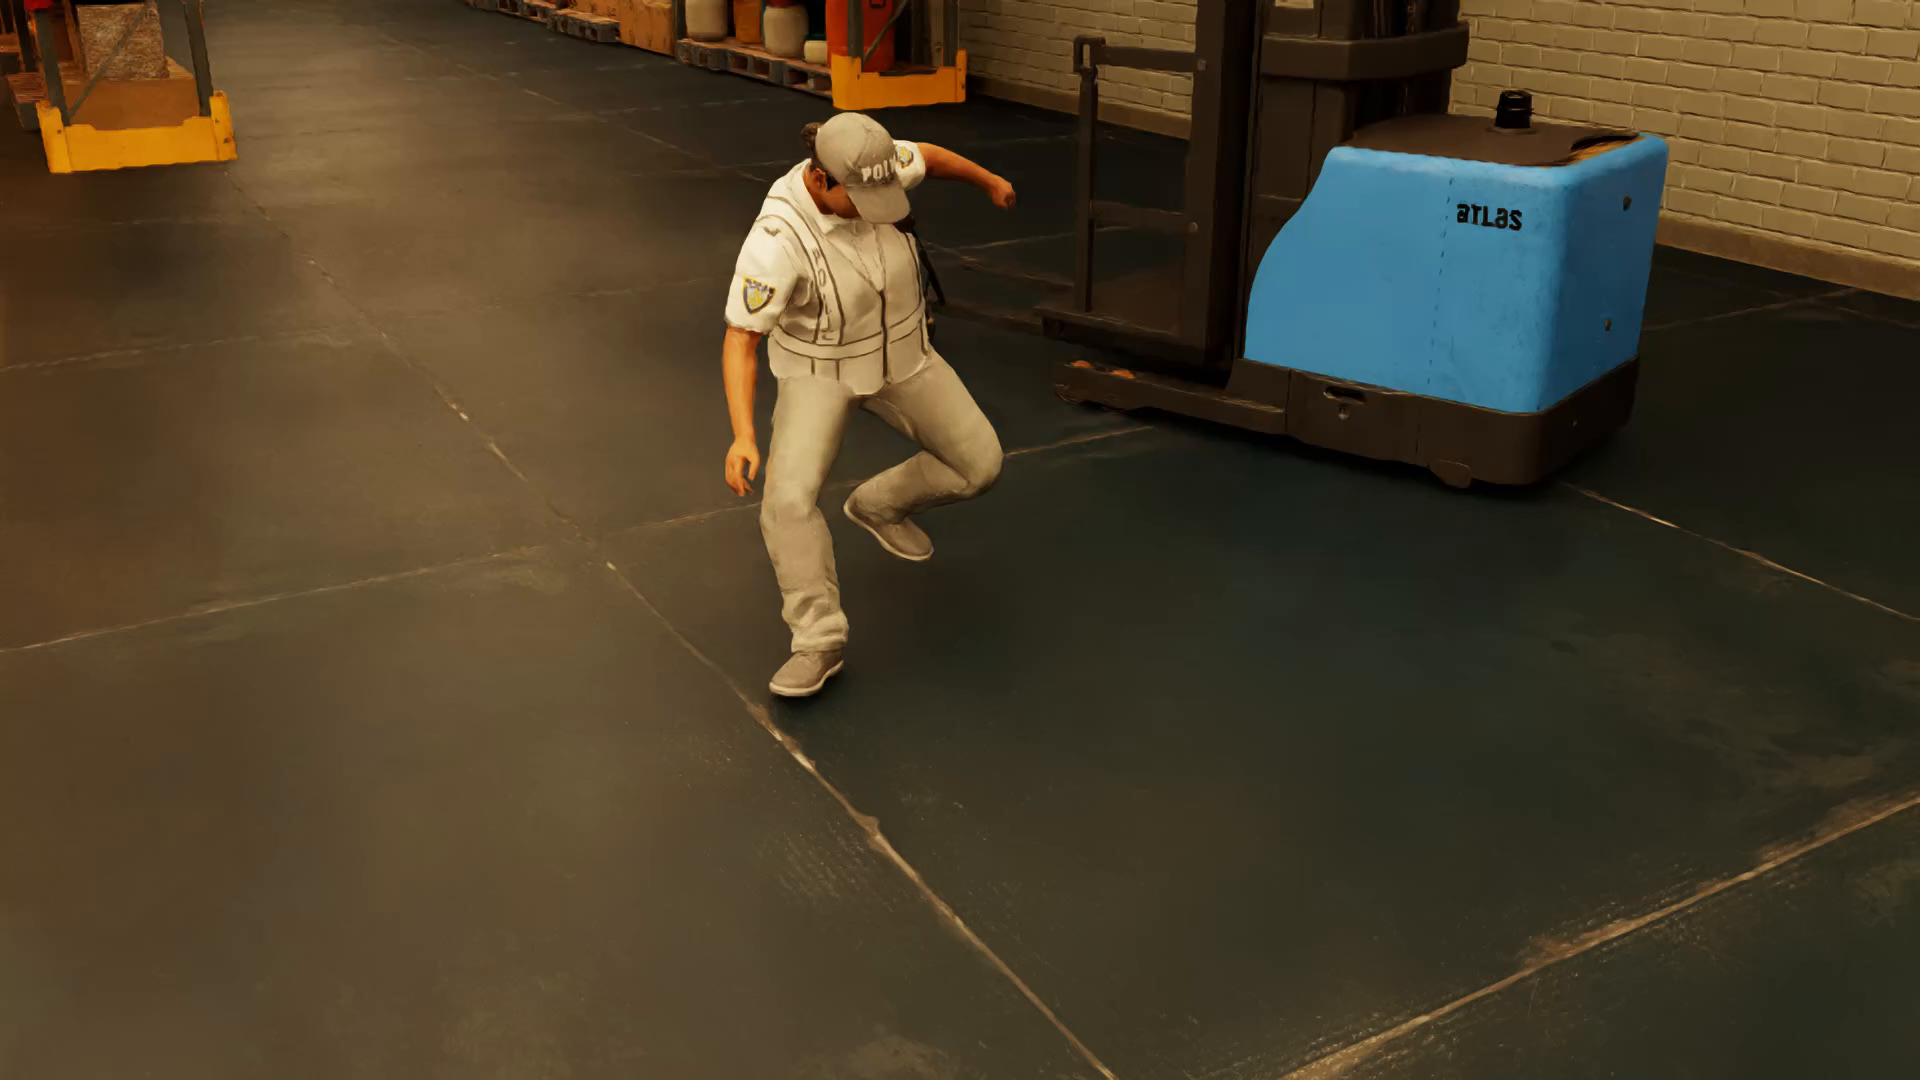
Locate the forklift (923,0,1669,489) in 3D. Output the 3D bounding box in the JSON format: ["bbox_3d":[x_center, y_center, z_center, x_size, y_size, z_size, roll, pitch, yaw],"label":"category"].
[{"bbox_3d":[0.983,-1.969,6.072,3.031,2.935,1.130,18,28,36],"label":"forklift"}]

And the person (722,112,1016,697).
[{"bbox_3d":[-0.210,-0.437,4.347,1.098,1.405,0.703,-15,27,-32],"label":"person"}]
